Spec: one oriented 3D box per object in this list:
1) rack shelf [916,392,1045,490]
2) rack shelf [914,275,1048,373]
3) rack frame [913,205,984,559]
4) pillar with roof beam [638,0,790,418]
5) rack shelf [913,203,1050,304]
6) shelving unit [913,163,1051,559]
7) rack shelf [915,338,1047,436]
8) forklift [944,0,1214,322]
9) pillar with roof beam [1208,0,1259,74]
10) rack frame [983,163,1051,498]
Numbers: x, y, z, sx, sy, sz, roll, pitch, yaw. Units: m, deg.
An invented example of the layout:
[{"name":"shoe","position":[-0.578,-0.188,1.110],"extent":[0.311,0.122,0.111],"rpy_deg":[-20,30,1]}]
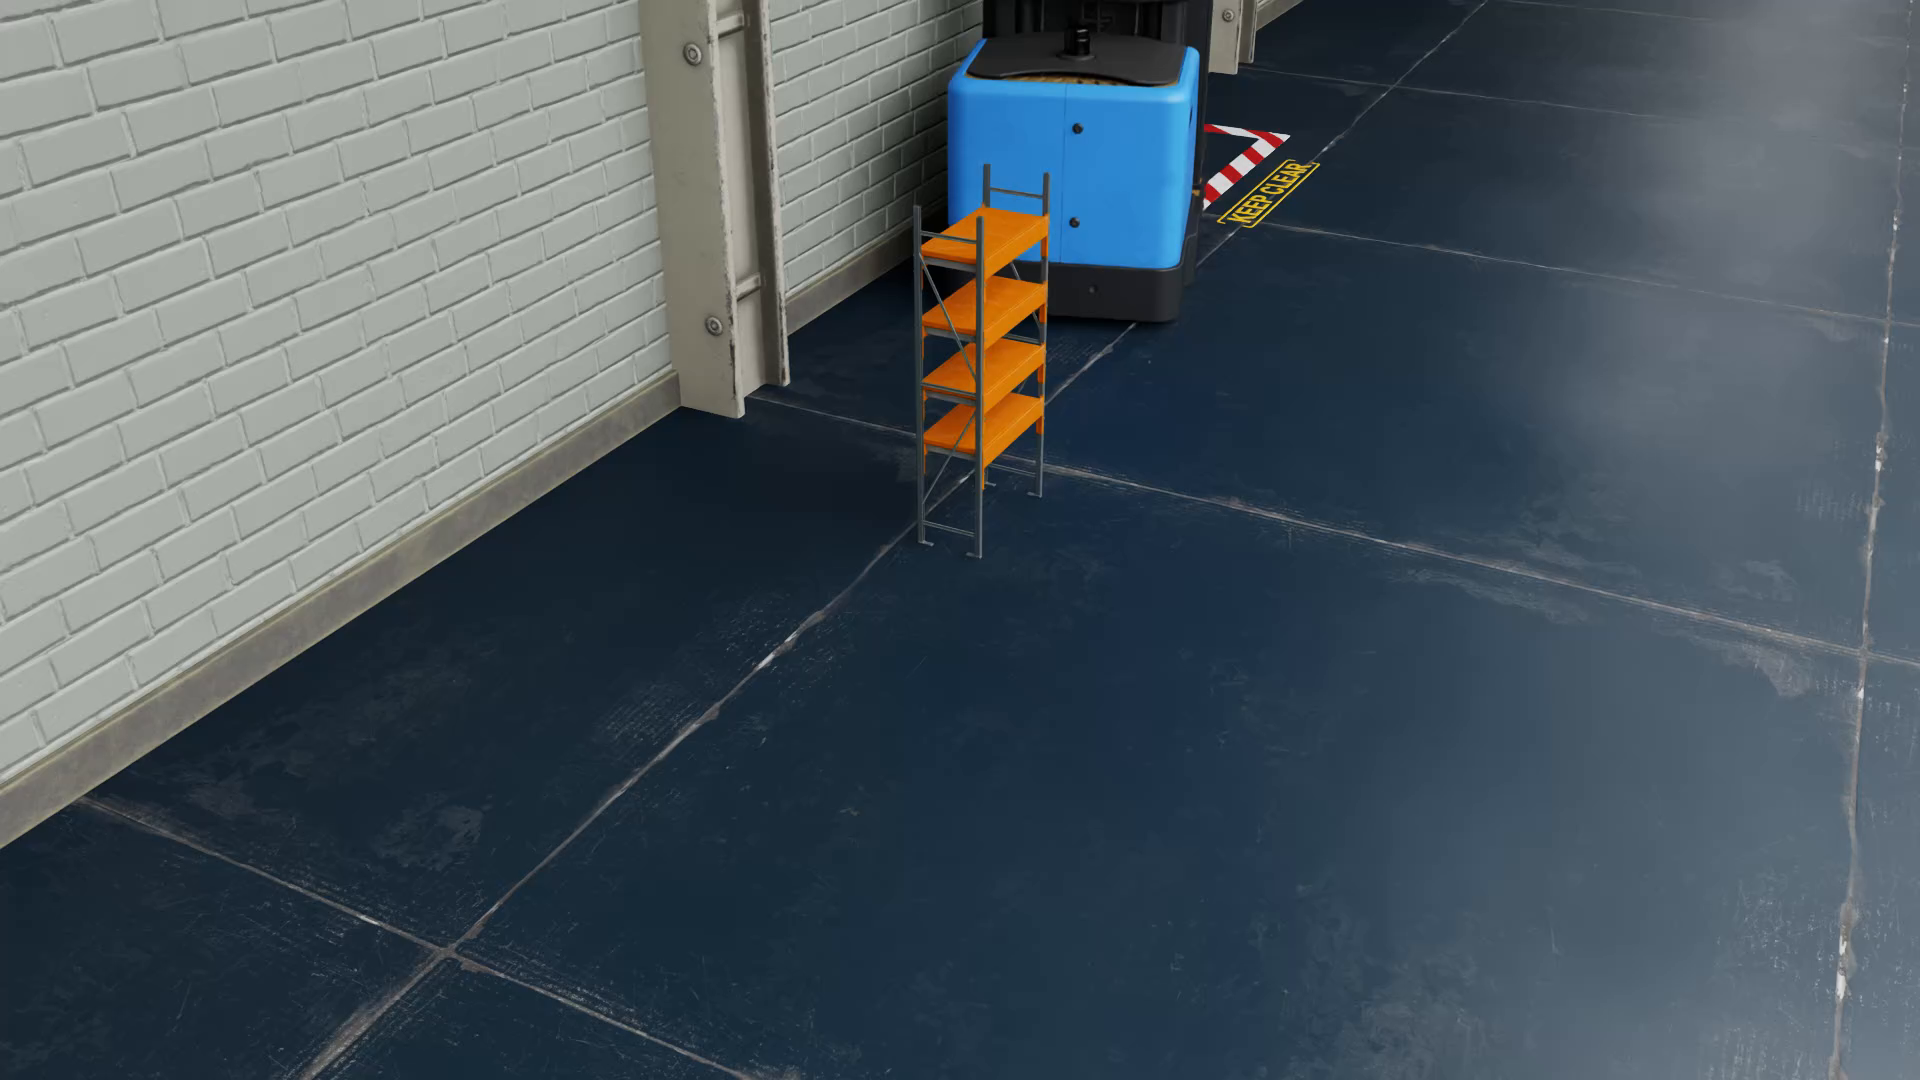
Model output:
[{"name":"rack shelf","position":[0.075,-0.363,5.711],"extent":[0.258,0.148,0.480],"rpy_deg":[14,33,23]},{"name":"rack shelf","position":[0.075,-0.729,5.501],"extent":[0.258,0.148,0.480],"rpy_deg":[14,33,23]},{"name":"rack frame","position":[-0.036,-0.486,5.391],"extent":[0.240,1.200,0.015],"rpy_deg":[14,33,23]},{"name":"pillar with roof beam","position":[2.906,-3.529,2.858],"extent":[9.100,9.000,0.400],"rpy_deg":[14,33,23]},{"name":"rack shelf","position":[0.075,-0.934,5.383],"extent":[0.258,0.148,0.480],"rpy_deg":[14,33,23]},{"name":"shelving unit","position":[0.075,-0.594,5.579],"extent":[0.258,1.200,0.503],"rpy_deg":[14,33,23]},{"name":"rack shelf","position":[0.075,-0.535,5.612],"extent":[0.258,0.148,0.480],"rpy_deg":[14,33,23]},{"name":"forklift","position":[0.695,-2.940,7.926],"extent":[1.130,2.935,3.031],"rpy_deg":[5,30,9]},{"name":"pillar with roof beam","position":[5.639,-6.188,7.490],"extent":[9.100,9.000,0.400],"rpy_deg":[14,33,23]},{"name":"rack frame","position":[0.187,-0.702,5.767],"extent":[0.240,1.200,0.015],"rpy_deg":[14,33,23]}]
